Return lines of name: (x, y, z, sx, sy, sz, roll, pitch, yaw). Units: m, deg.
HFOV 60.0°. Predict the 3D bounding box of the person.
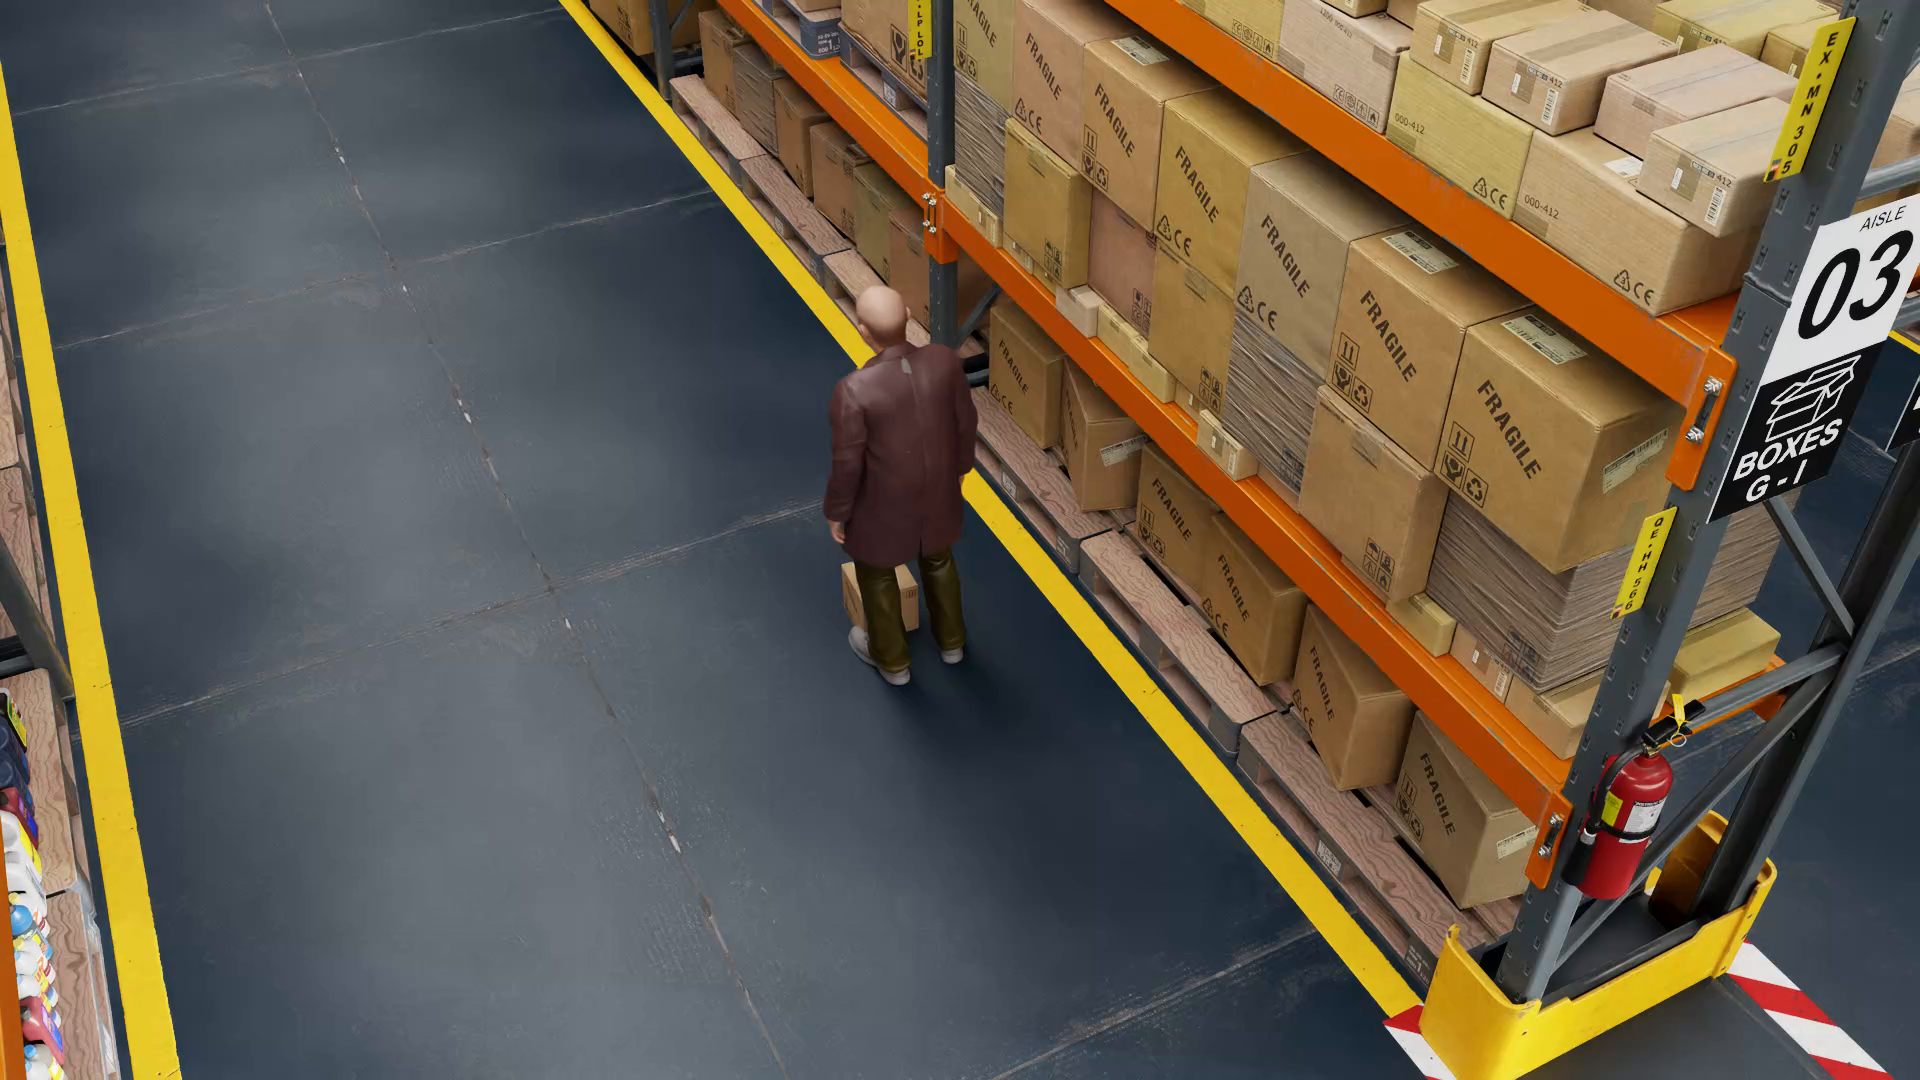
person: (-0.233, -0.188, 6.389, 0.649, 1.772, 0.429, -21, 45, -22)
